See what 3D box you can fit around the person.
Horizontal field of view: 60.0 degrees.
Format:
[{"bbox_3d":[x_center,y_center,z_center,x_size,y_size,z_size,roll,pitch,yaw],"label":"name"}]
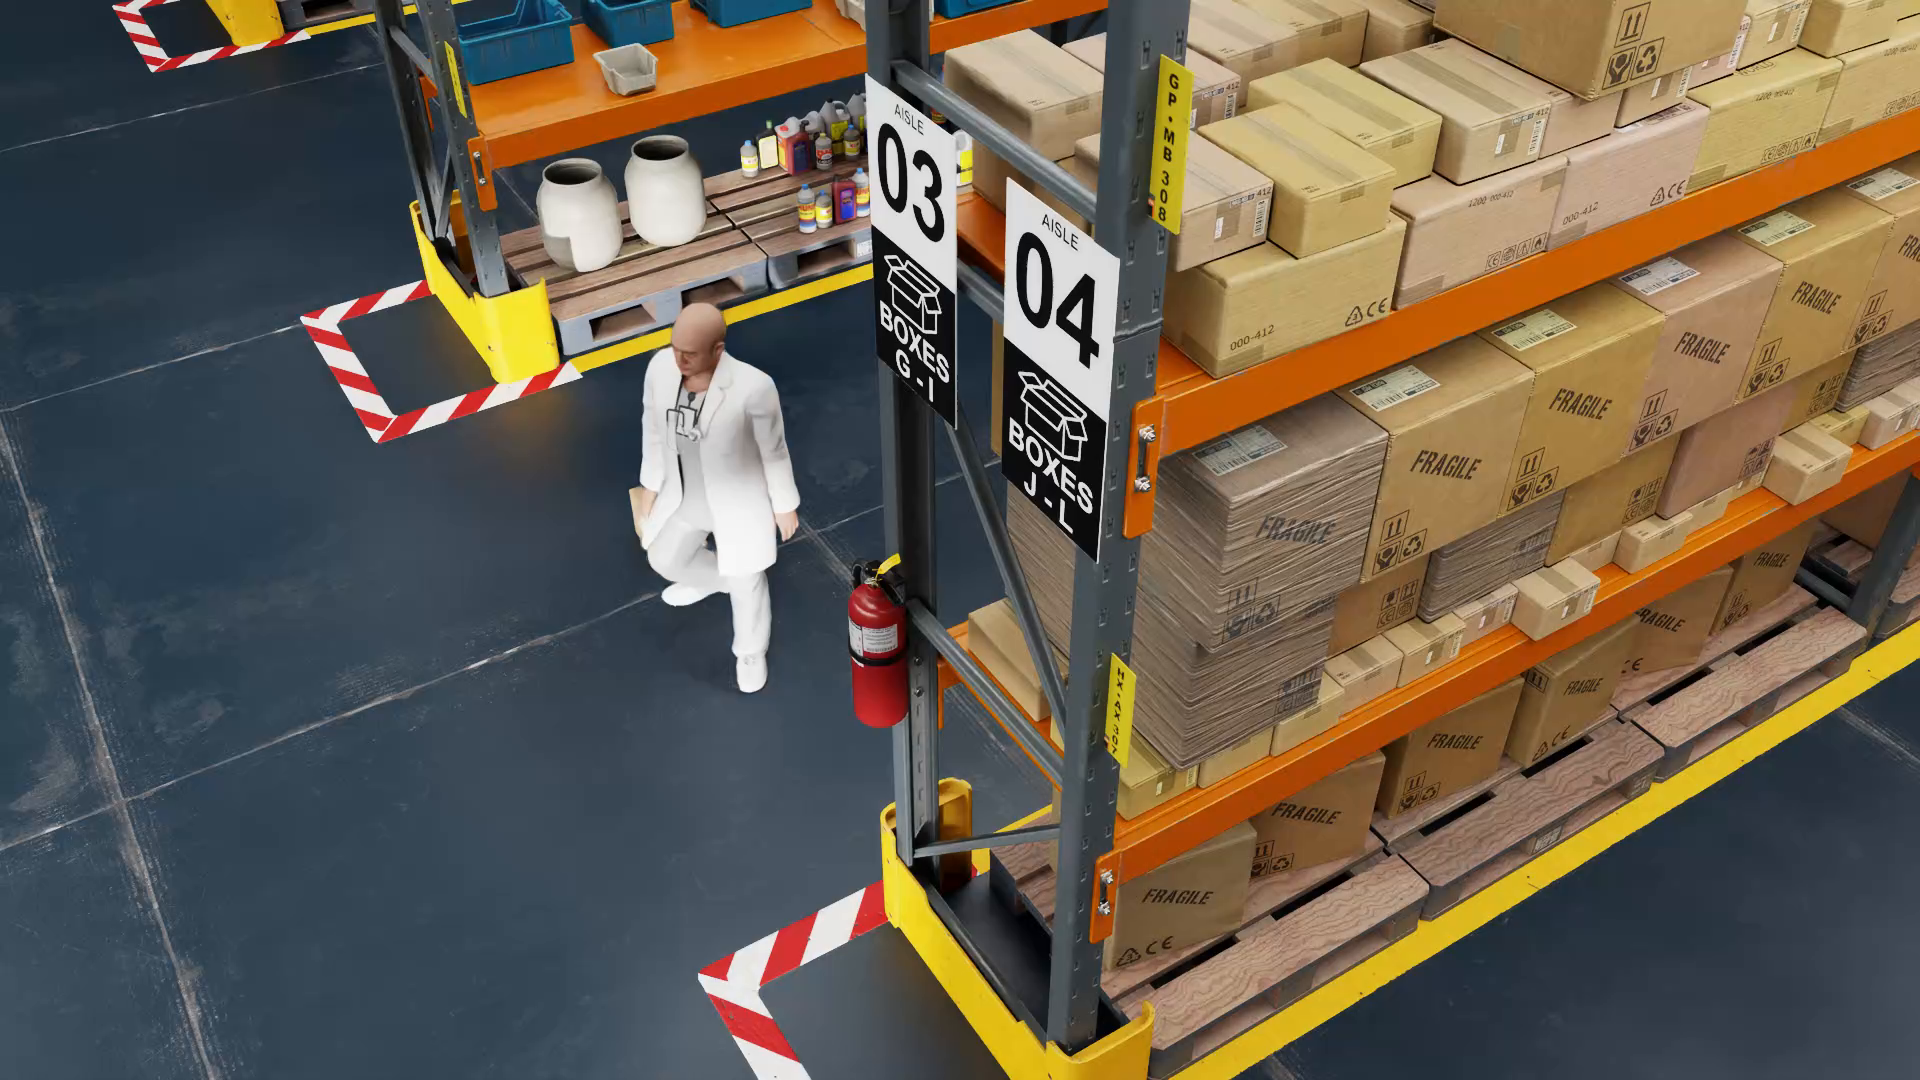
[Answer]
[{"bbox_3d":[-0.962,-0.218,6.408,0.769,1.767,0.561,16,43,18],"label":"person"}]
